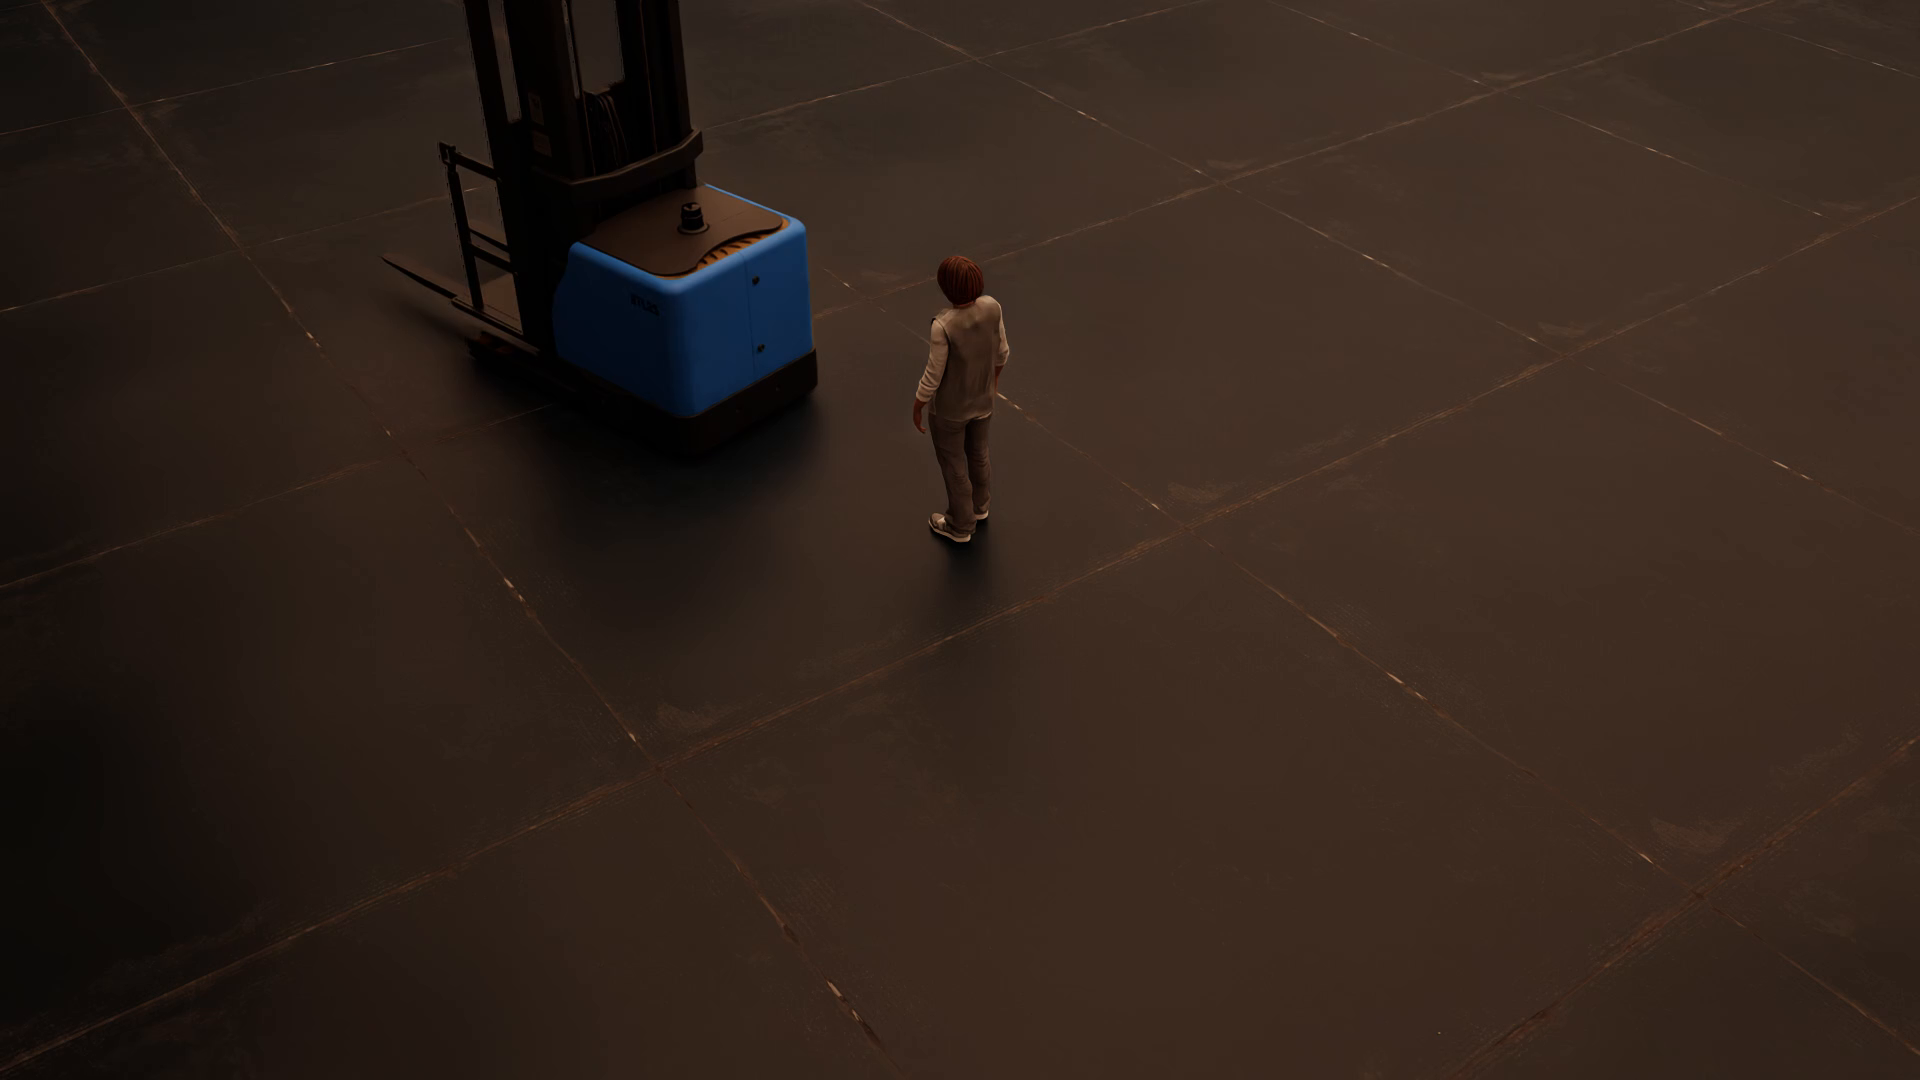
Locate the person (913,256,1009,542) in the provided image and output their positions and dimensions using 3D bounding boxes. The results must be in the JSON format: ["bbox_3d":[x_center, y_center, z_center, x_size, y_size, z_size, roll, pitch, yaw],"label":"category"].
[{"bbox_3d":[-0.032,-0.689,7.986,0.520,1.599,0.473,-23,42,-28],"label":"person"}]

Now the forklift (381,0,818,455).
[{"bbox_3d":[-2.267,-2.362,9.139,3.031,2.935,1.130,26,44,31],"label":"forklift"}]
